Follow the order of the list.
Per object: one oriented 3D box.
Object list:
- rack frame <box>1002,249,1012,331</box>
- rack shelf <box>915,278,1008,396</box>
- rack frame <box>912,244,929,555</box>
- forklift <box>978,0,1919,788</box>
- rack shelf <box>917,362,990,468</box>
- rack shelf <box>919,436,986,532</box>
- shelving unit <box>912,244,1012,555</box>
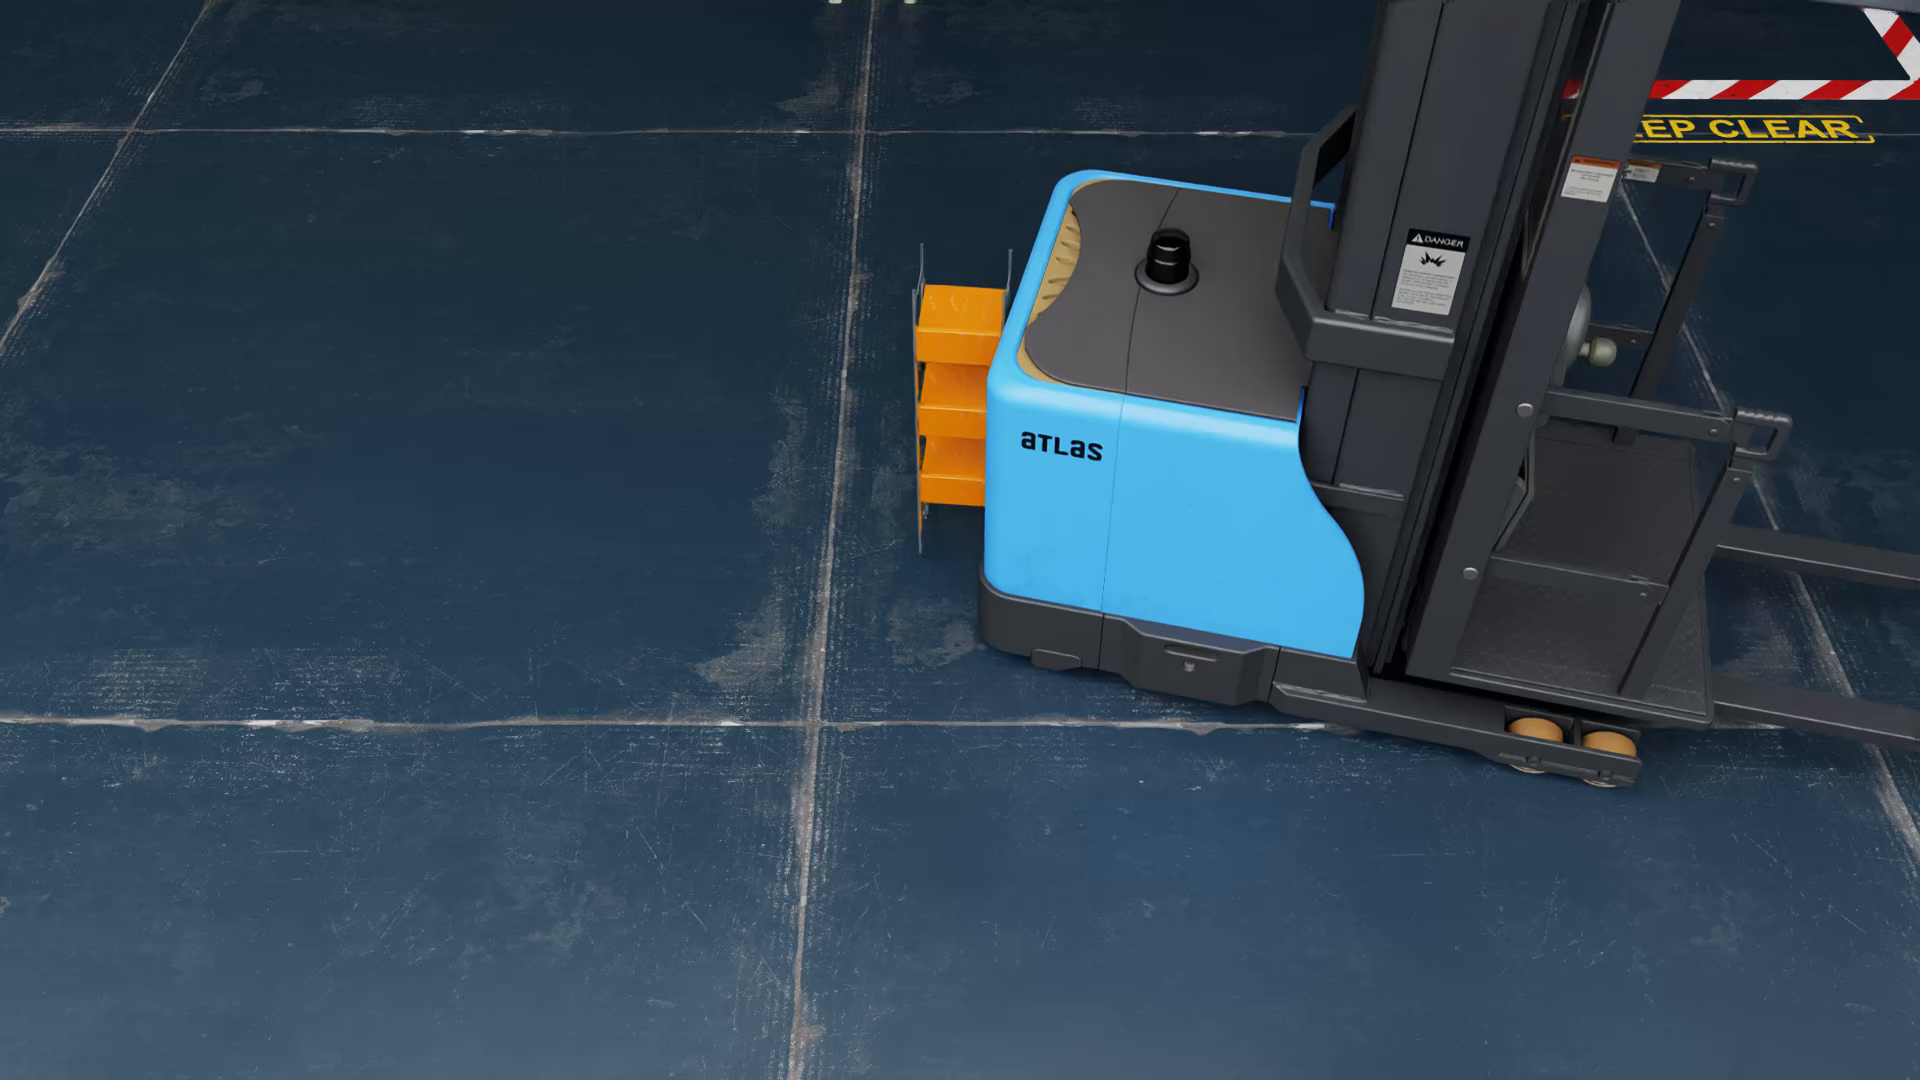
[{"bbox_3d":[0.128,-0.367,4.874,0.008,1.050,0.200,4,47,4],"label":"rack frame"},{"bbox_3d":[0.007,-0.562,4.683,0.240,0.259,0.215,4,47,4],"label":"rack shelf"},{"bbox_3d":[-0.114,-0.385,4.891,0.008,1.050,0.200,4,47,4],"label":"rack frame"},{"bbox_3d":[1.628,-0.746,3.942,3.031,2.935,1.130,10,48,9],"label":"forklift"},{"bbox_3d":[0.007,-0.369,4.890,0.240,0.259,0.215,4,47,4],"label":"rack shelf"},{"bbox_3d":[0.007,-0.179,5.094,0.240,0.259,0.215,4,47,4],"label":"rack shelf"},{"bbox_3d":[0.007,-0.376,4.883,0.252,1.050,0.215,4,47,4],"label":"shelving unit"}]
